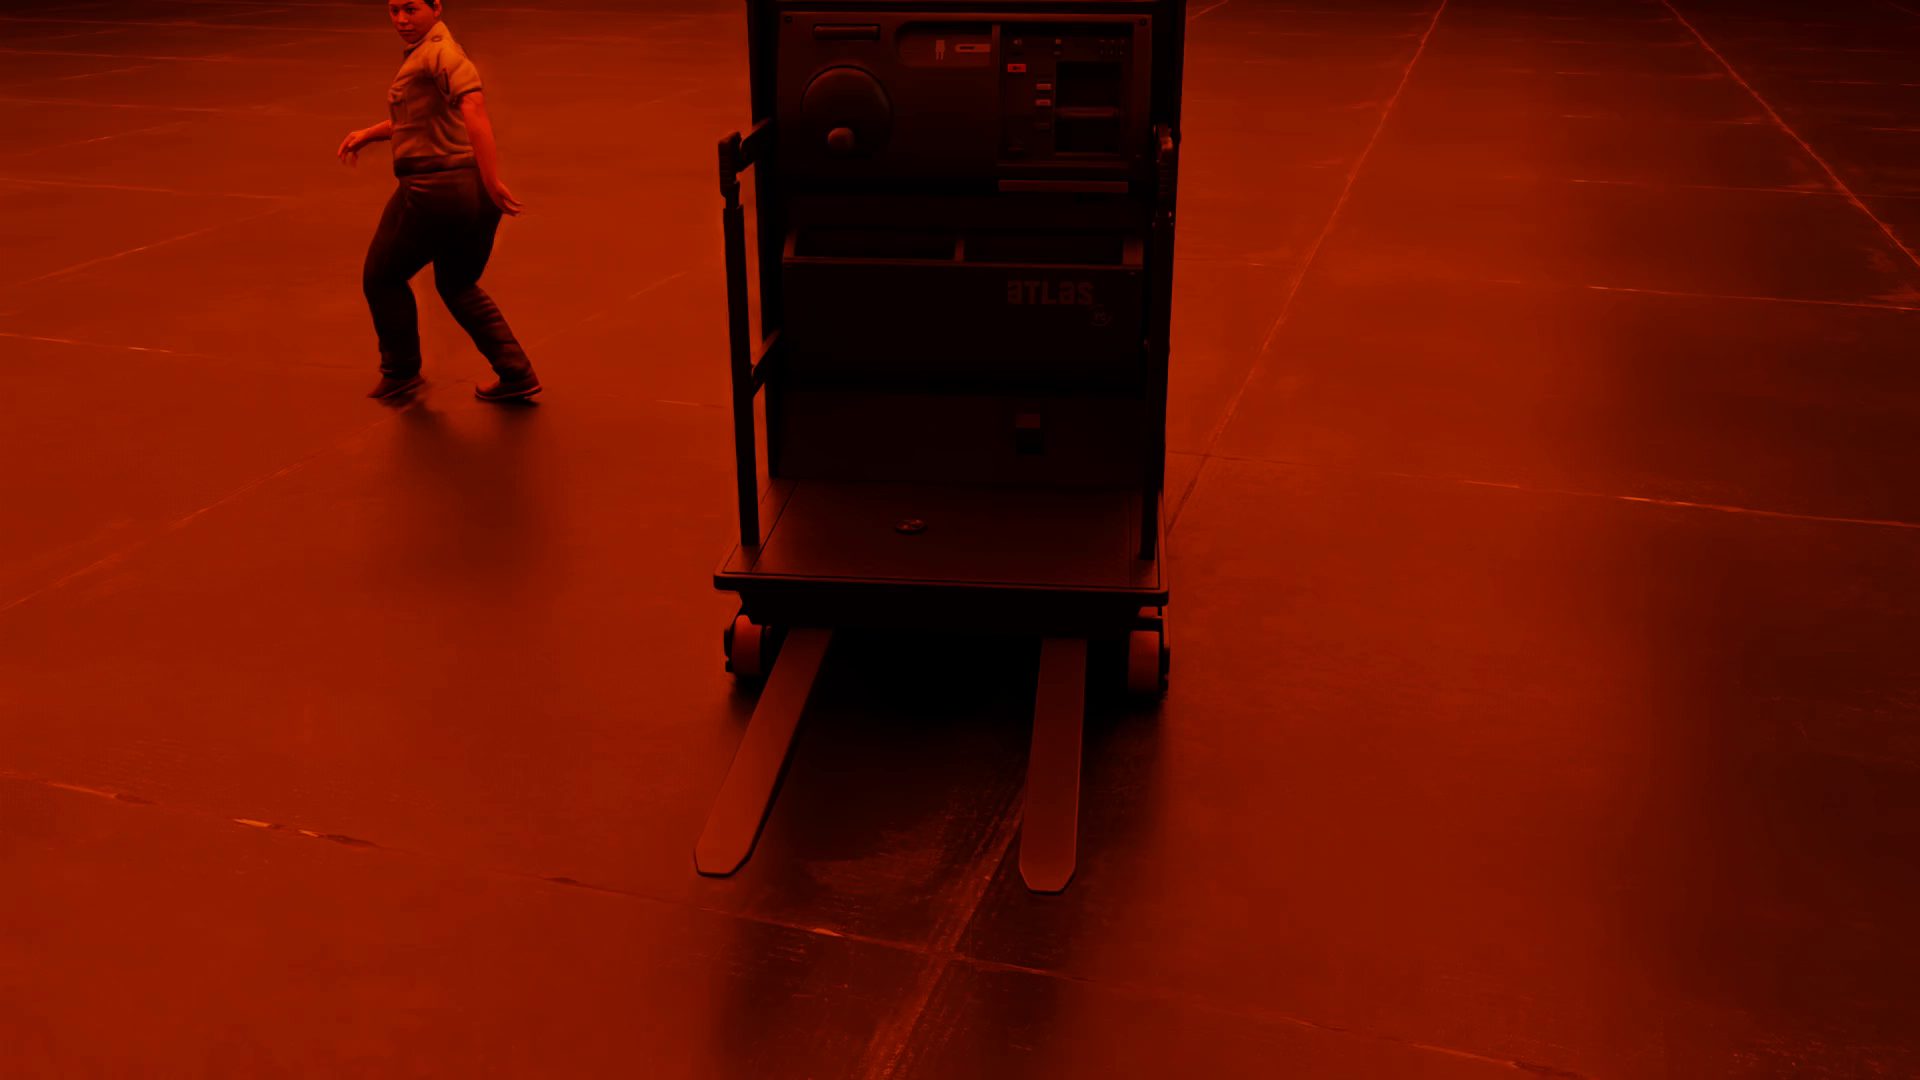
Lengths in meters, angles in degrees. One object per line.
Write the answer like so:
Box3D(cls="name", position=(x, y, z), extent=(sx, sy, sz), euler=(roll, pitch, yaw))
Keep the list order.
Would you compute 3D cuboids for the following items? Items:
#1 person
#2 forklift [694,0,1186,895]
Box3D(cls="person", position=(-1.926, -1.259, 6.165), extent=(0.851, 1.631, 0.518), euler=(5, 23, 12))
Box3D(cls="forklift", position=(-0.009, -1.100, 3.944), extent=(1.130, 2.935, 3.031), euler=(2, 23, 5))
